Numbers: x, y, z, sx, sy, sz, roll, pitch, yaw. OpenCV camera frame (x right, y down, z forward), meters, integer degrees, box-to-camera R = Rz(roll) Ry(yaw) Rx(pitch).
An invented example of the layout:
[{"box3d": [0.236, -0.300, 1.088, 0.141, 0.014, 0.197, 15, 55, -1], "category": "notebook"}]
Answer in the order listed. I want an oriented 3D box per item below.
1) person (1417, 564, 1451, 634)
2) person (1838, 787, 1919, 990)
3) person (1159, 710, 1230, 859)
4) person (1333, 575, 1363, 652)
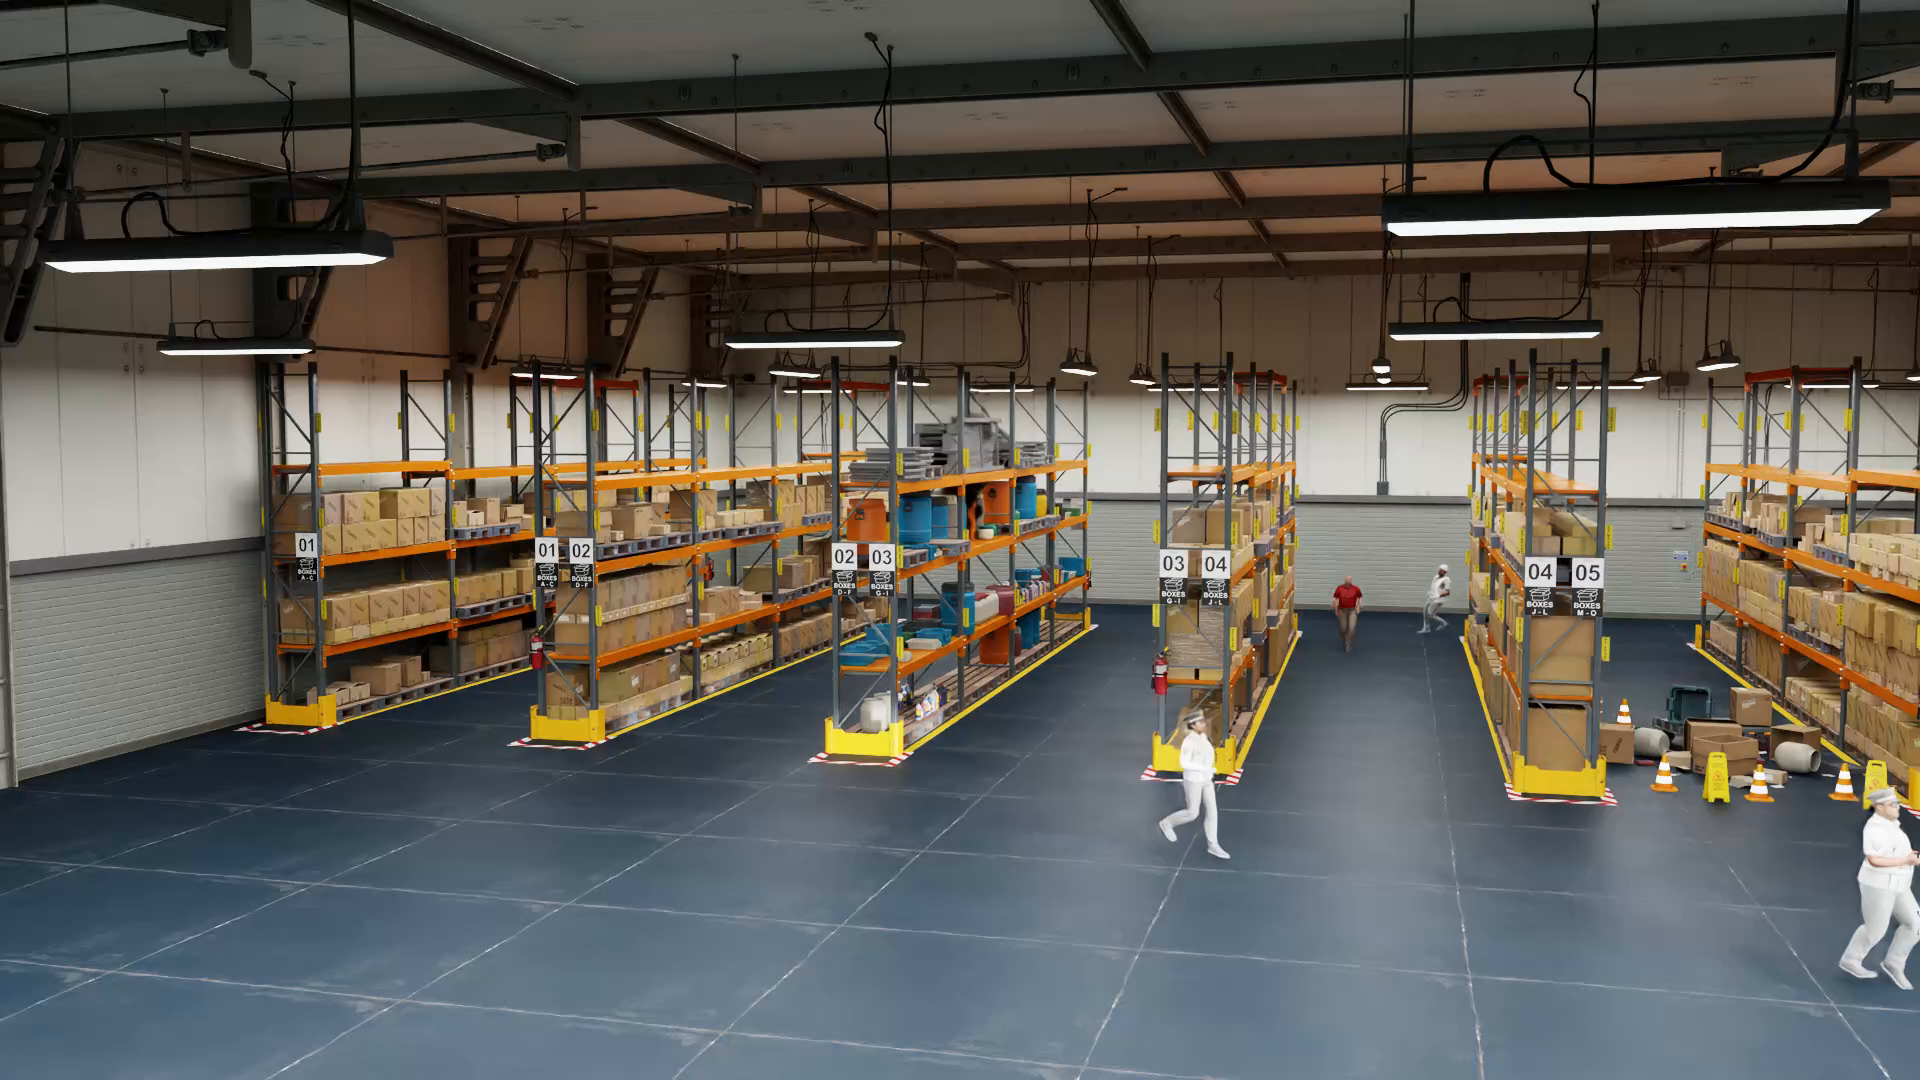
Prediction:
[{"box3d": [11.224, 1.414, 39.258, 0.659, 1.681, 0.763, 0, 4, -3], "category": "person"}, {"box3d": [8.215, 3.090, 14.732, 0.621, 1.836, 0.727, -3, 5, -38], "category": "person"}, {"box3d": [2.735, 2.798, 19.271, 0.901, 1.693, 0.616, 3, 5, 40], "category": "person"}, {"box3d": [8.564, 1.595, 36.730, 0.654, 1.690, 0.644, 1, 4, 9], "category": "person"}]
